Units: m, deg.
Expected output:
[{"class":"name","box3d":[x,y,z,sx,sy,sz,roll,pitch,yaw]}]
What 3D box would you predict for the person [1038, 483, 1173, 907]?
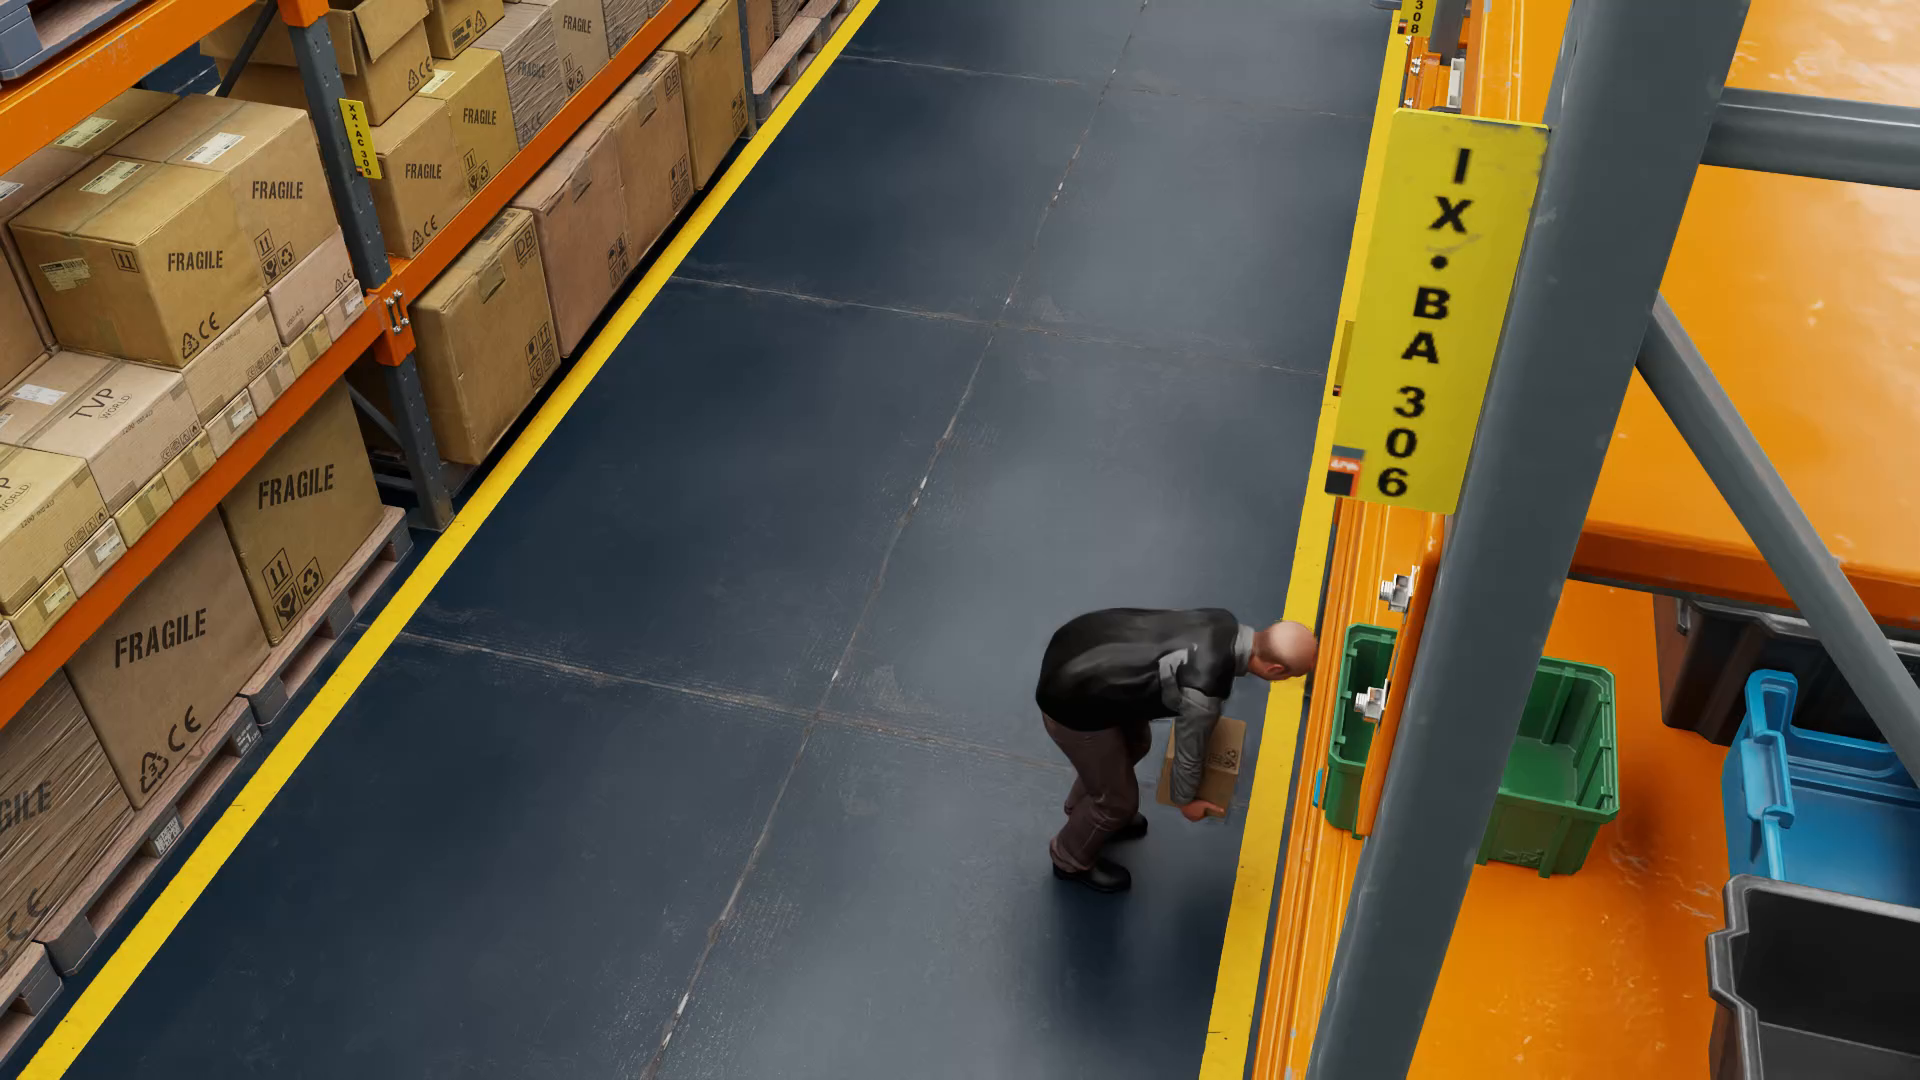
[{"class":"person","box3d":[0.482,0.498,5.765,0.429,1.720,0.586,8,41,9]}]
